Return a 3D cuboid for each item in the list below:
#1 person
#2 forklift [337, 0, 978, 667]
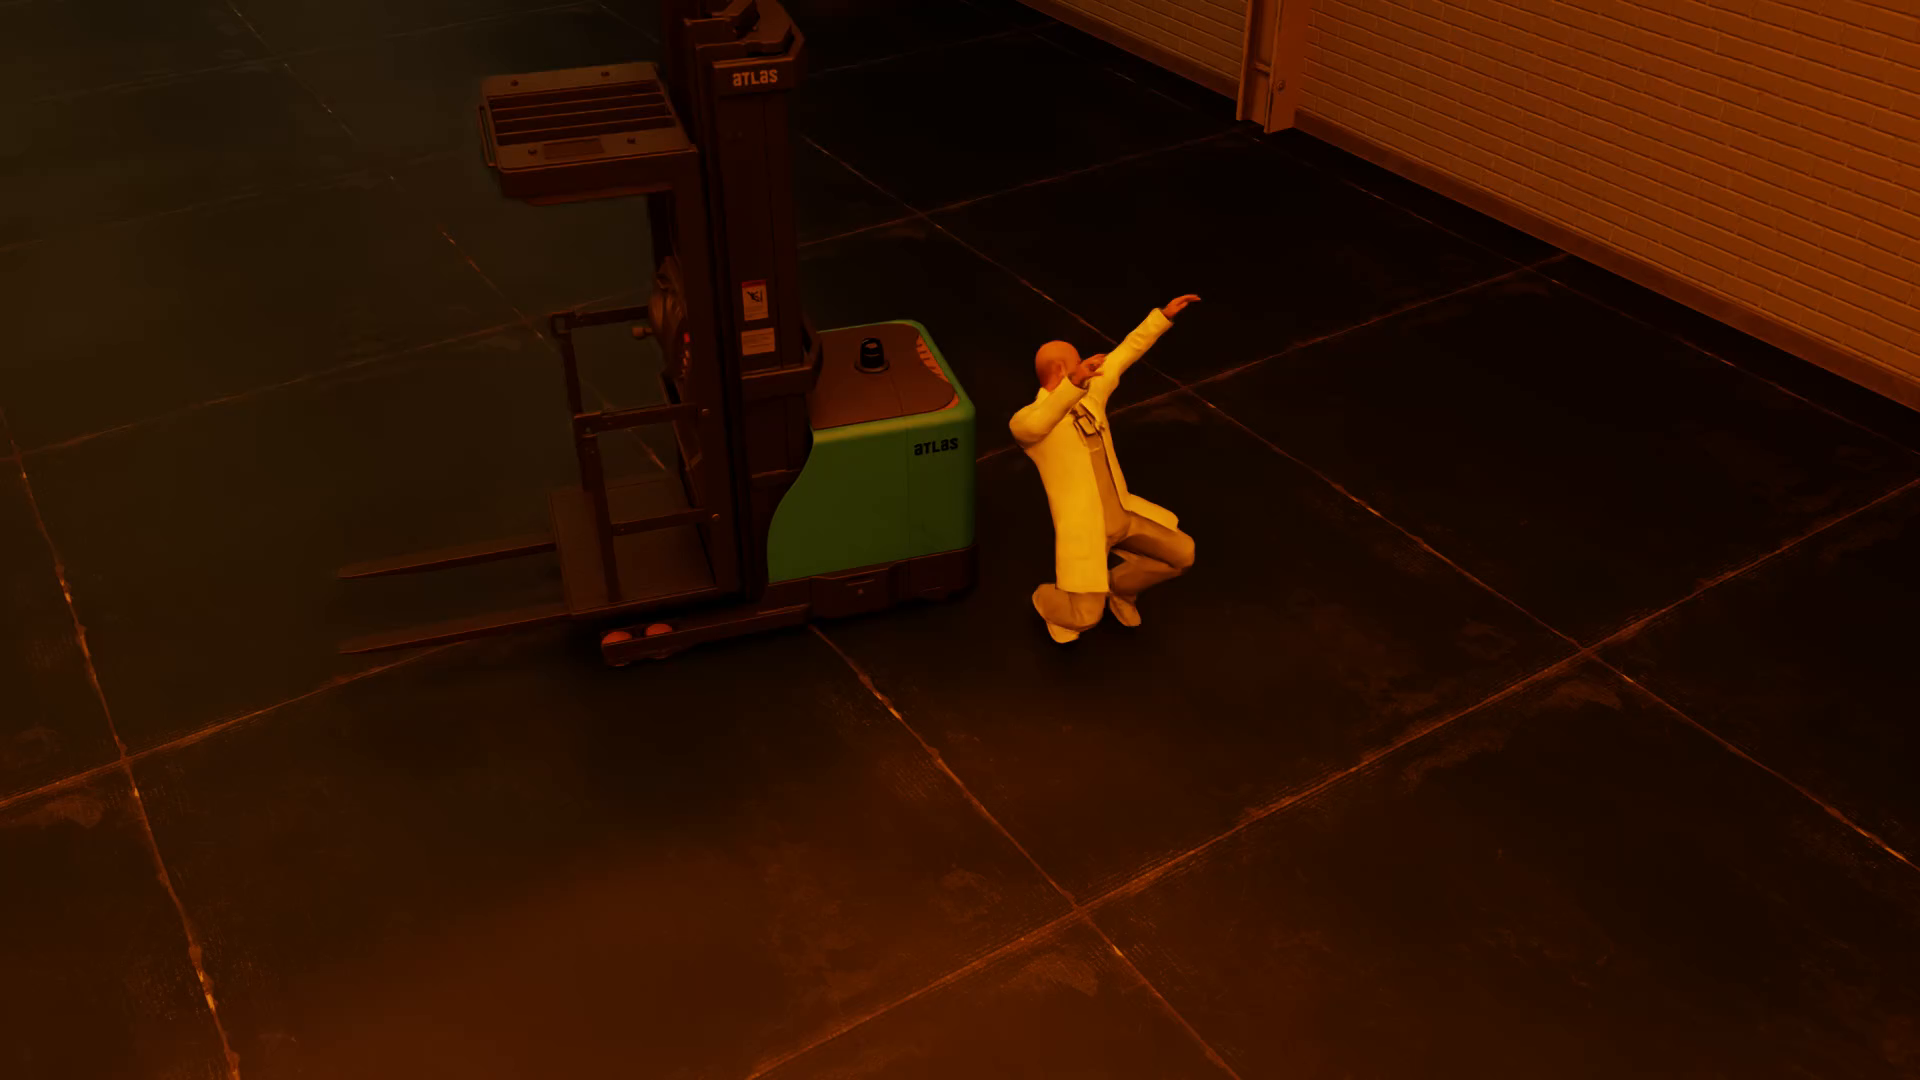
[{"bbox_3d":[0.705,-0.281,7.645,1.090,1.728,0.805,-27,43,-33],"label":"person"},{"bbox_3d":[-1.486,-0.943,7.489,3.031,2.935,1.130,-10,36,-14],"label":"forklift"}]
